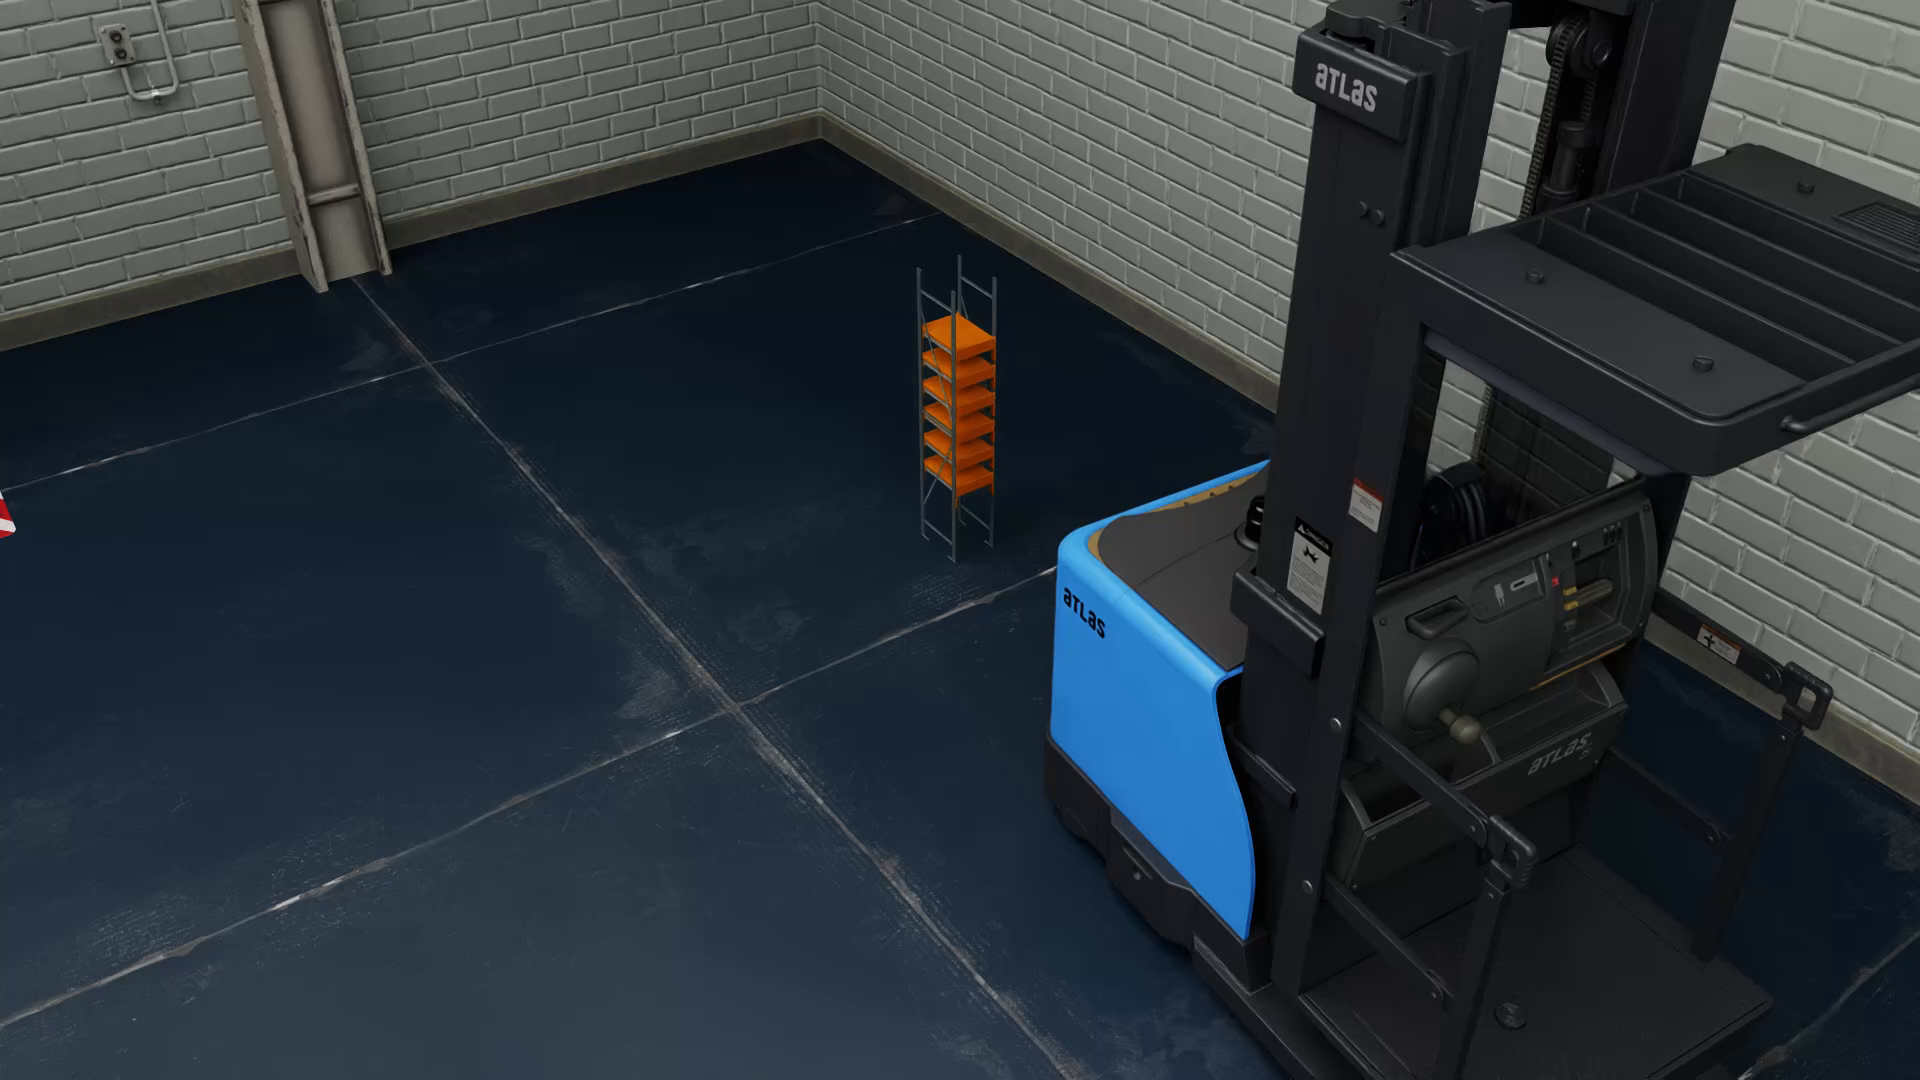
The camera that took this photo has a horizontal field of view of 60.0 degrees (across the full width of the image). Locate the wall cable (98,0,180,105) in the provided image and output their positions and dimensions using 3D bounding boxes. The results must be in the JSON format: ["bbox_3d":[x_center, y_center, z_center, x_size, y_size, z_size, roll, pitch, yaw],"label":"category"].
[{"bbox_3d":[-4.416,-2.595,6.919,1.851,1.984,0.084,-22,41,-28],"label":"wall cable"}]

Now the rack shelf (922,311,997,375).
[{"bbox_3d":[-0.012,-0.738,6.209,0.180,0.103,0.258,-22,41,-28],"label":"rack shelf"}]

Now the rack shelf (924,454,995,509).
[{"bbox_3d":[-0.012,-0.251,6.559,0.180,0.103,0.258,-22,41,-28],"label":"rack shelf"}]

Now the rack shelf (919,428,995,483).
[{"bbox_3d":[-0.012,-0.349,6.489,0.180,0.103,0.258,-22,41,-28],"label":"rack shelf"}]

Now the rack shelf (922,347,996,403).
[{"bbox_3d":[-0.012,-0.641,6.279,0.180,0.103,0.258,-22,41,-28],"label":"rack shelf"}]

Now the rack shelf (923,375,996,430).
[{"bbox_3d":[-0.012,-0.544,6.349,0.180,0.103,0.258,-22,41,-28],"label":"rack shelf"}]

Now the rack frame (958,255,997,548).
[{"bbox_3d":[0.063,-0.513,6.436,0.006,1.200,0.240,-22,41,-28],"label":"rack frame"}]

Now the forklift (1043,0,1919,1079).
[{"bbox_3d":[1.467,0.257,3.883,1.130,2.935,3.031,-19,40,-25],"label":"forklift"}]

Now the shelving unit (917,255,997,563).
[{"bbox_3d":[-0.012,-0.482,6.393,0.189,1.200,0.258,-22,41,-28],"label":"shelving unit"}]

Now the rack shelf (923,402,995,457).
[{"bbox_3d":[-0.012,-0.446,6.419,0.180,0.103,0.258,-22,41,-28],"label":"rack shelf"}]

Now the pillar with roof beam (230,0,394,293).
[{"bbox_3d":[-0.730,-3.002,3.217,0.400,9.000,9.100,-22,41,-28],"label":"pillar with roof beam"}]

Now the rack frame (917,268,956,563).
[{"bbox_3d":[-0.087,-0.451,6.350,0.006,1.200,0.240,-22,41,-28],"label":"rack frame"}]
